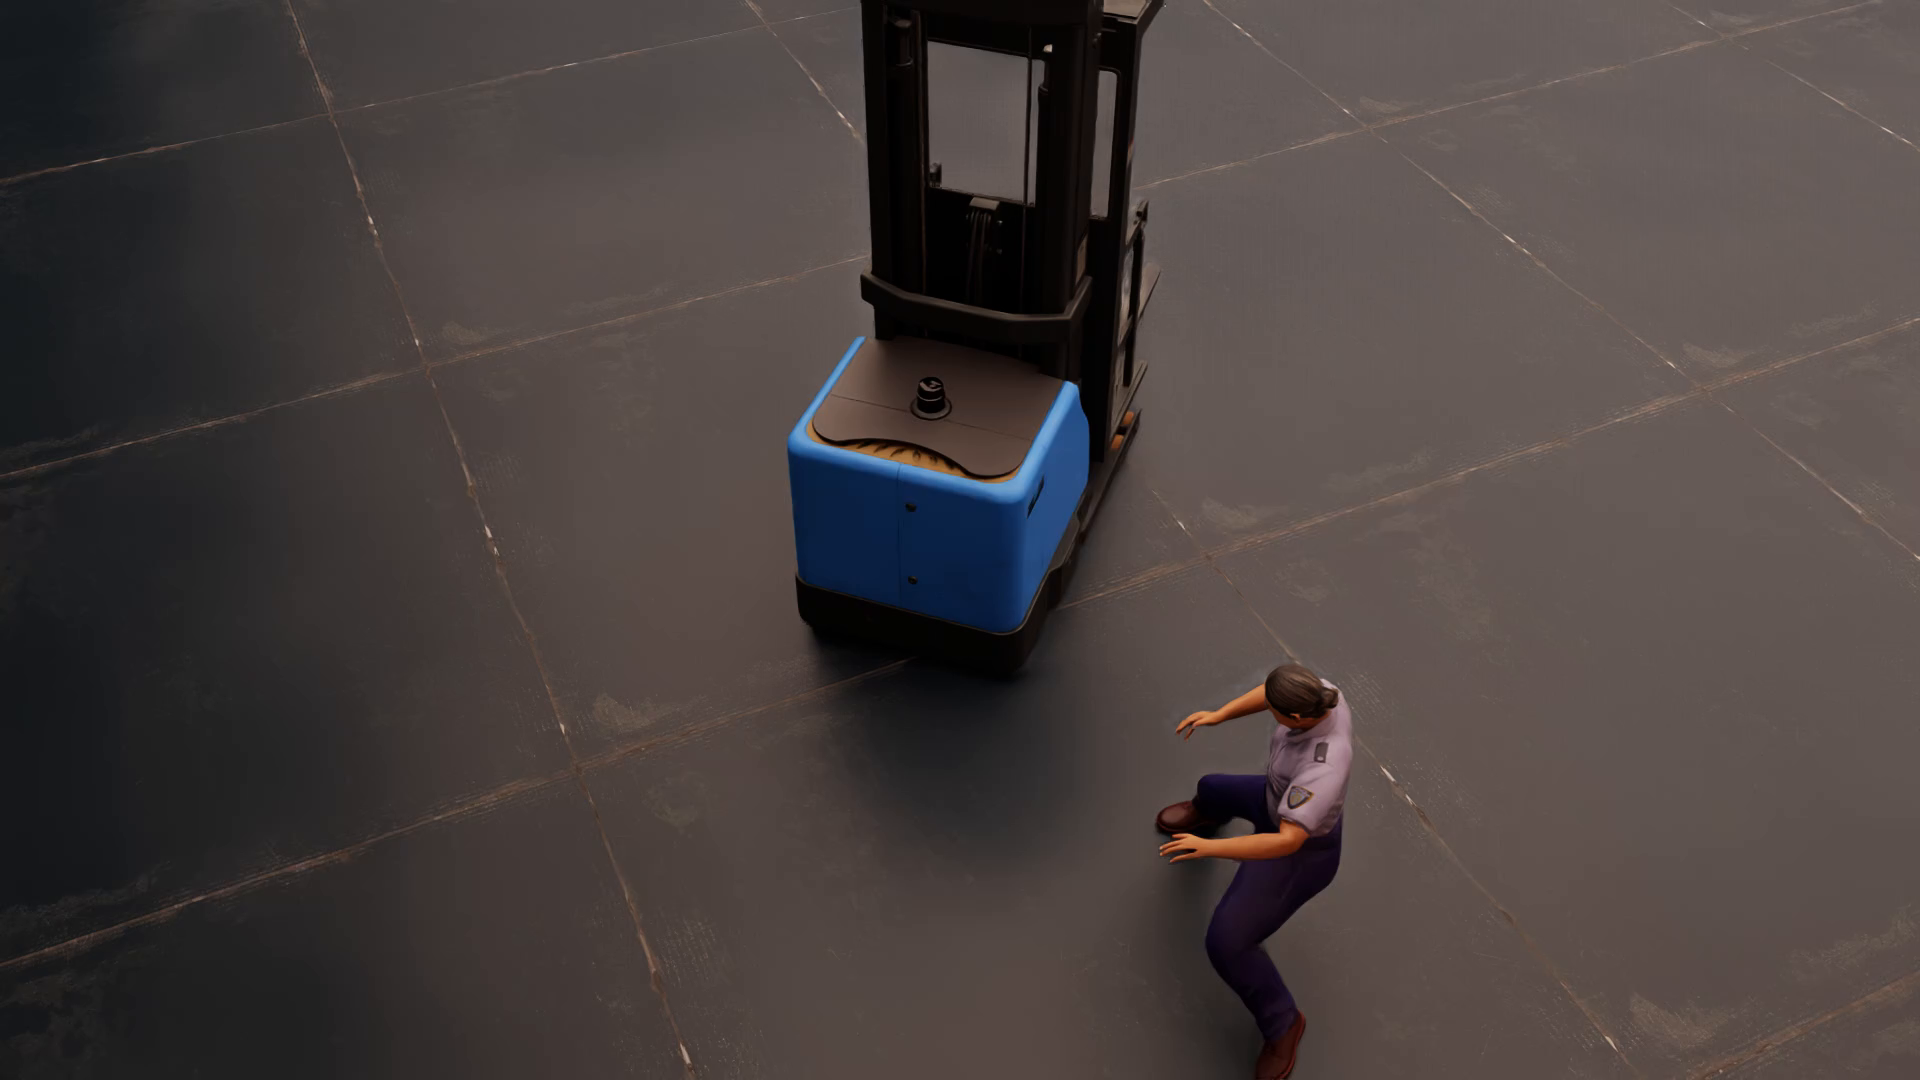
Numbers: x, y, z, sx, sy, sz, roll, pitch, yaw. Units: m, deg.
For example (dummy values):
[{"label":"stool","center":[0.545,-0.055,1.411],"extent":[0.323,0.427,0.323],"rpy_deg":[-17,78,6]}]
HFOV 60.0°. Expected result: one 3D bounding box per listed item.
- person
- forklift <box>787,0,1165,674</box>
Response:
[{"label":"person","center":[1.004,0.967,5.742],"extent":[0.635,1.432,1.228],"rpy_deg":[7,44,8]},{"label":"forklift","center":[0.264,-1.519,7.308],"extent":[1.130,2.935,3.031],"rpy_deg":[14,45,14]}]
